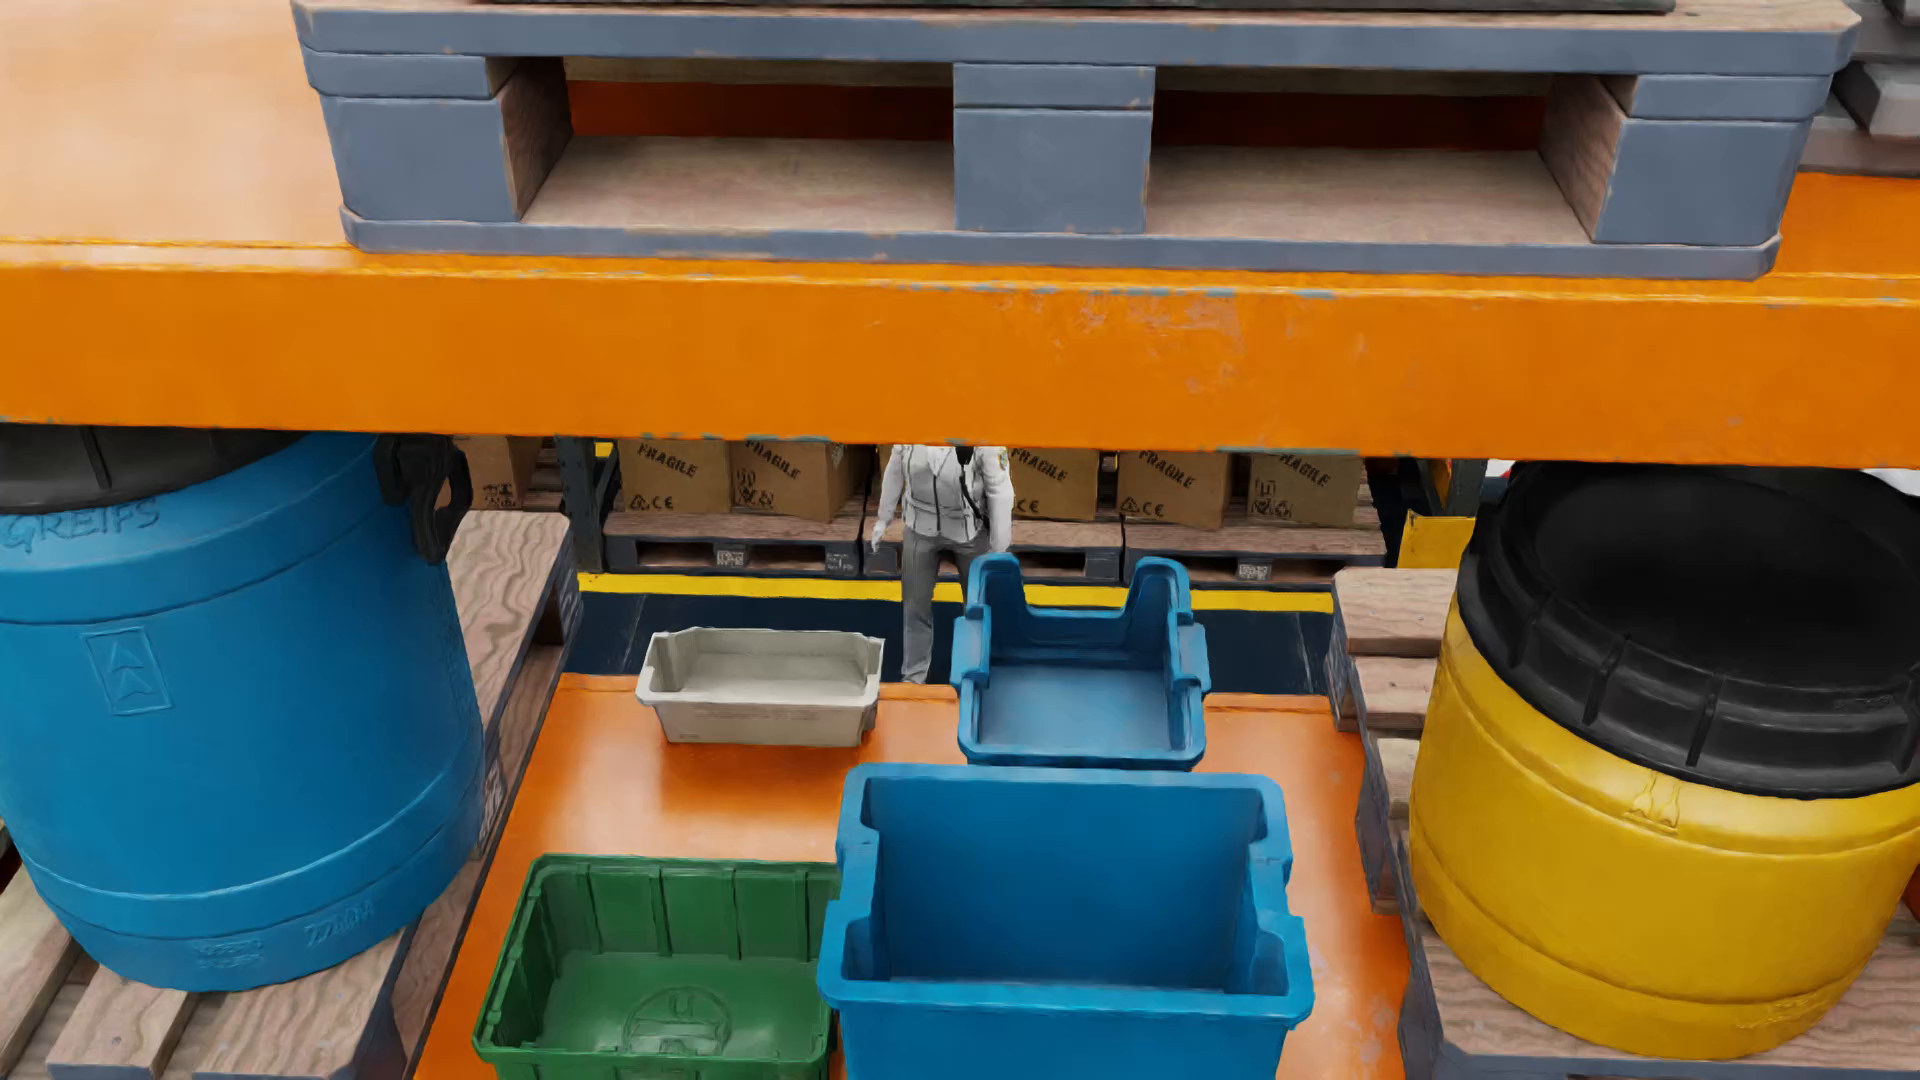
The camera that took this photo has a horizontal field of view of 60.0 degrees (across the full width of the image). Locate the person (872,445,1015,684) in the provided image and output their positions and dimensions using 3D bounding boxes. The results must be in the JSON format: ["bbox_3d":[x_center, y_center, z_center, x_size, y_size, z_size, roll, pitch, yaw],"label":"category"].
[{"bbox_3d":[-0.080,-0.016,6.620,0.588,1.669,0.551,9,37,12],"label":"person"}]
